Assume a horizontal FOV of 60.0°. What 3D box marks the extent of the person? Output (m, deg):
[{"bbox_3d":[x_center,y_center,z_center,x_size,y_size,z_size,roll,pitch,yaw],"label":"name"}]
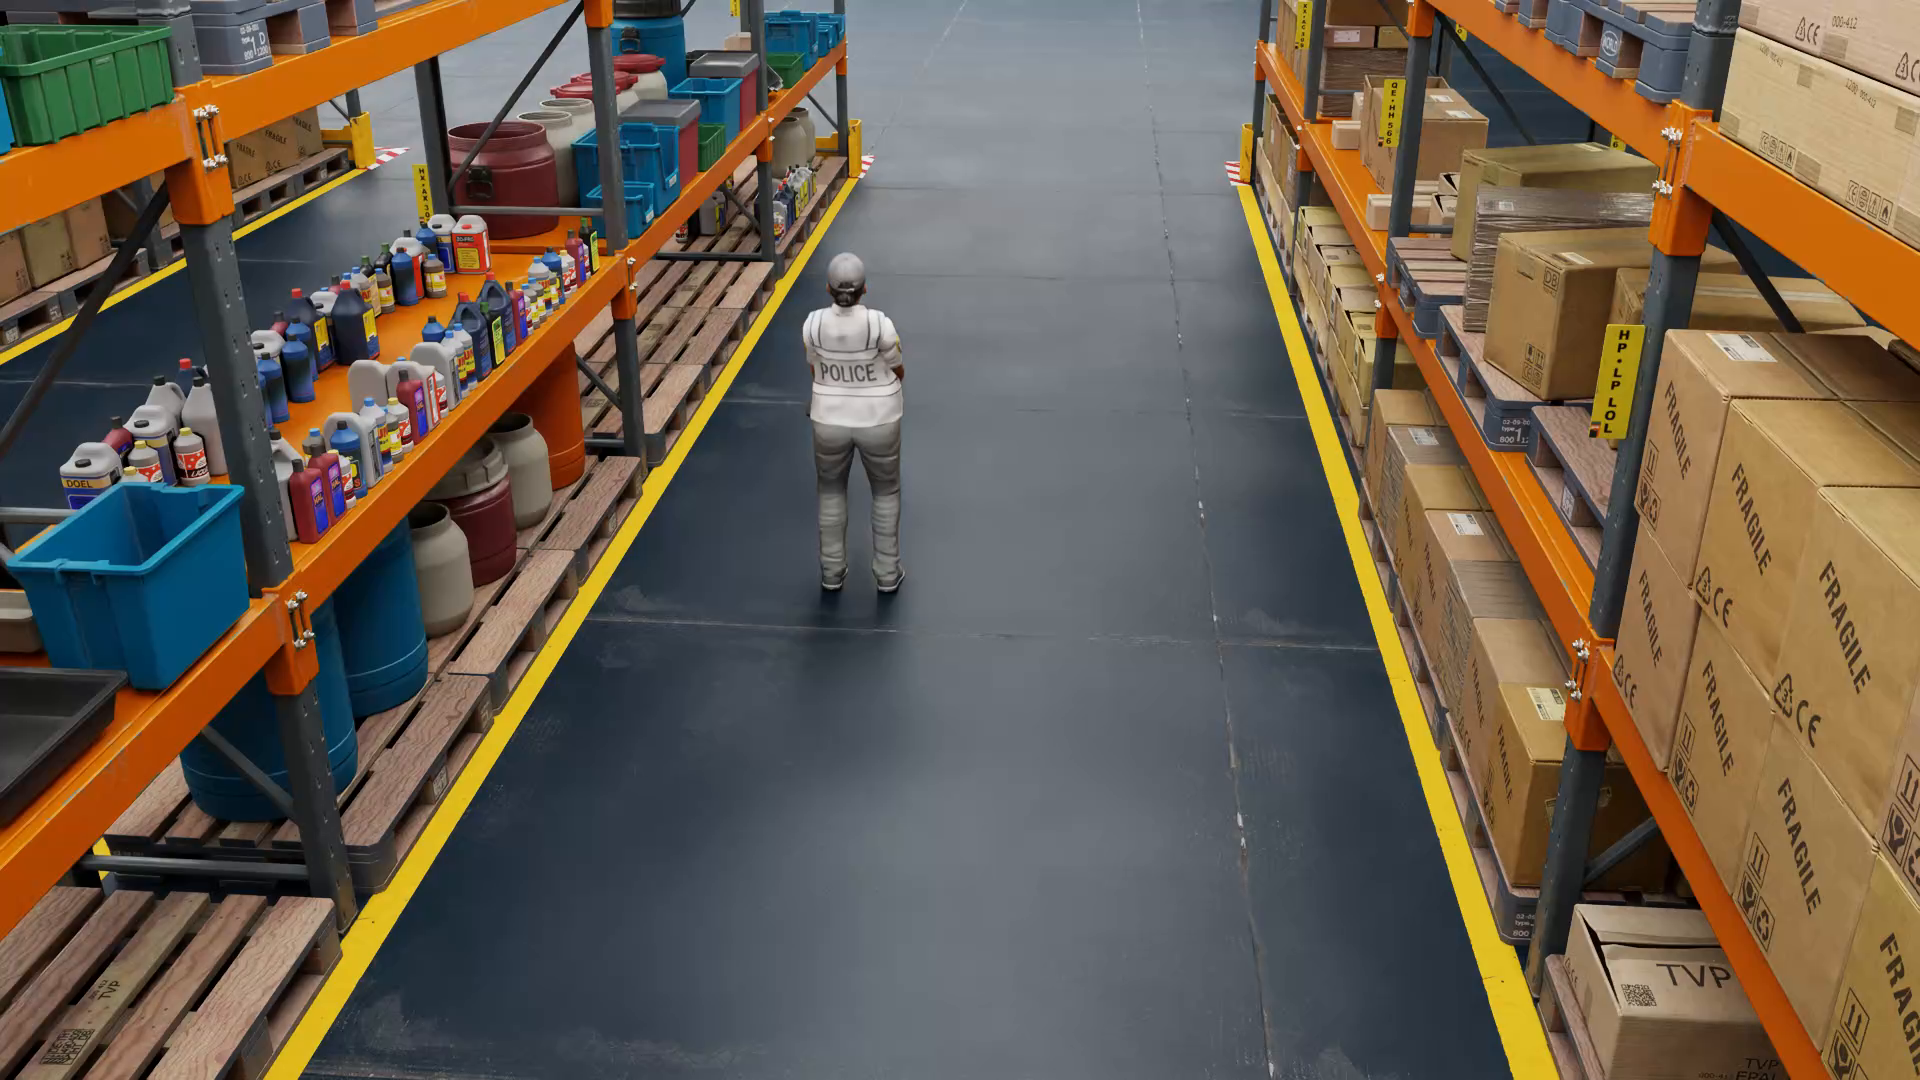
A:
[{"bbox_3d":[-0.483,-0.570,7.856,0.455,1.656,0.541,2,25,5],"label":"person"}]
